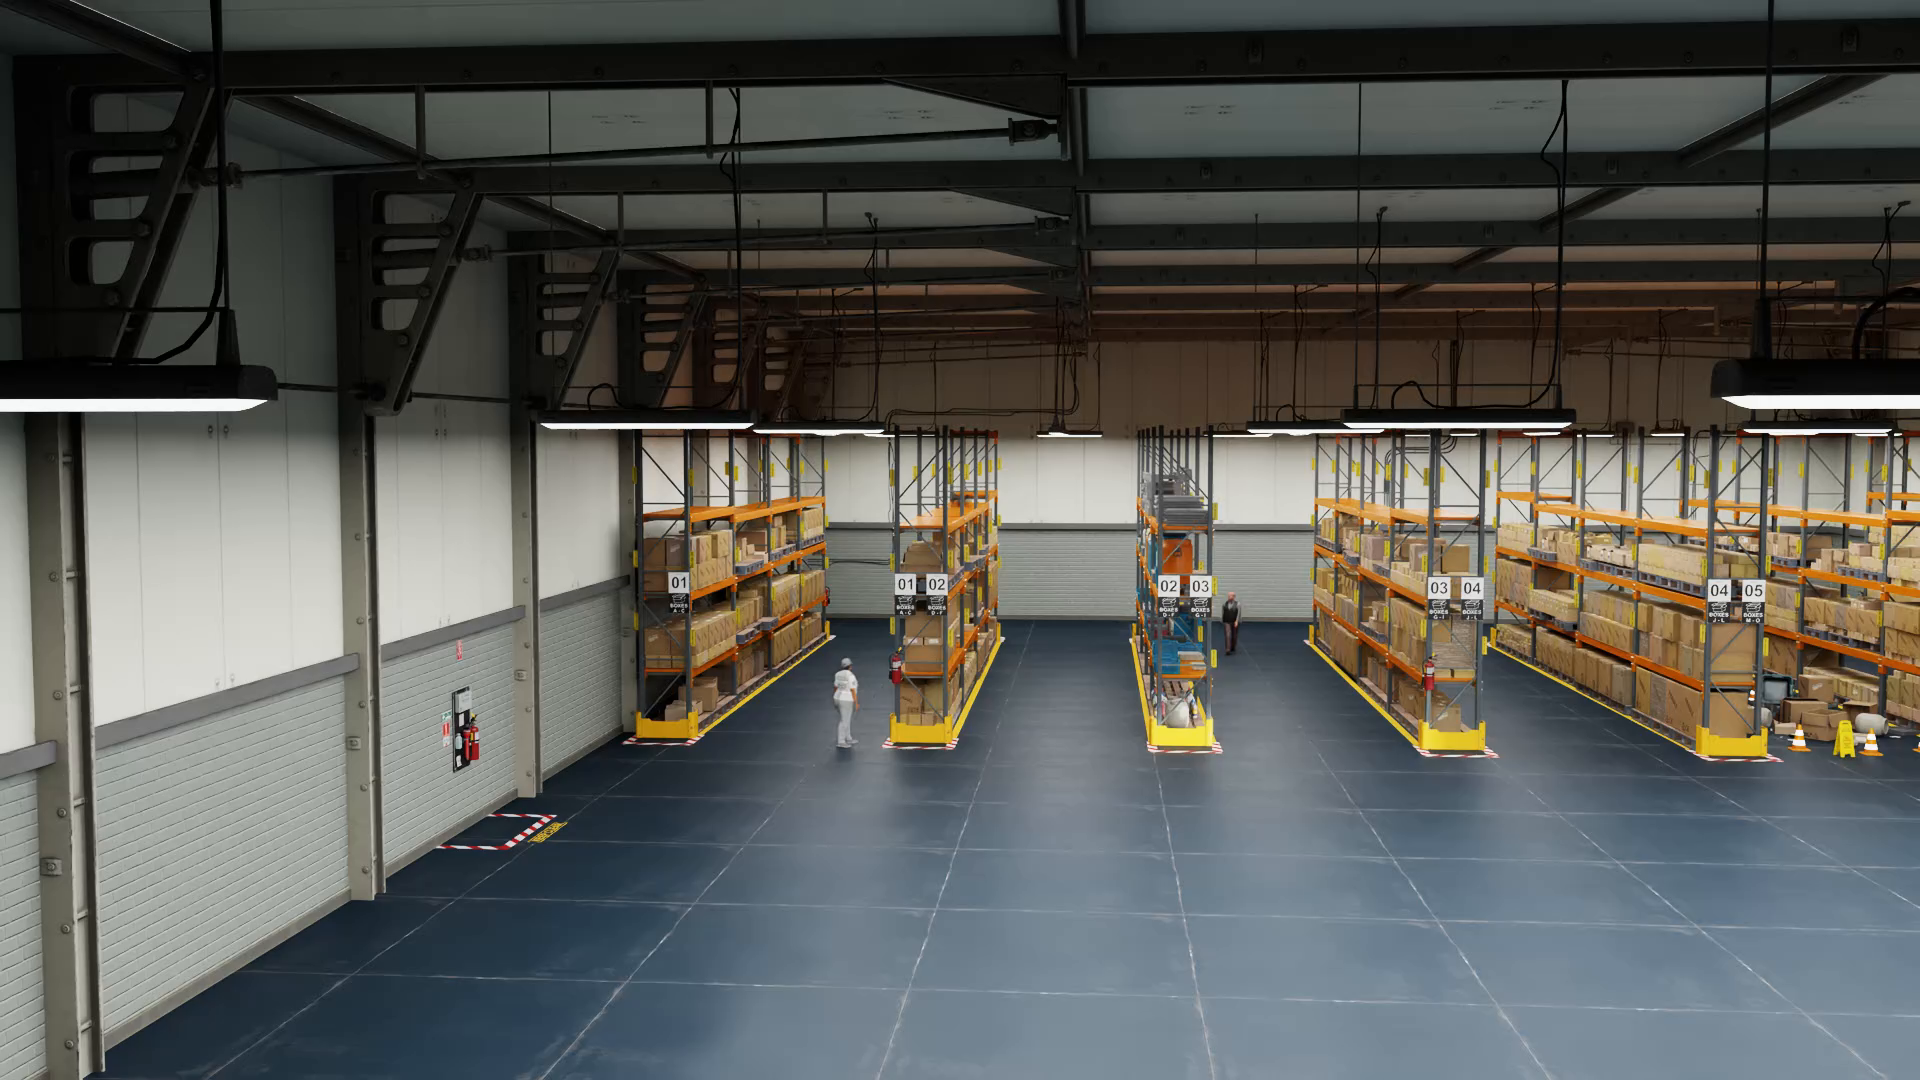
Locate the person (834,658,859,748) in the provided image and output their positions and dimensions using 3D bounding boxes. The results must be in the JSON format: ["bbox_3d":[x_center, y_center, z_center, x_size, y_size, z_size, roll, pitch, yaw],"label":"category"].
[{"bbox_3d":[-2.082,3.032,31.125,0.551,1.660,0.543,-2,4,-29],"label":"person"}]

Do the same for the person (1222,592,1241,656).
[{"bbox_3d":[7.235,2.224,44.320,0.488,1.678,0.991,0,3,2],"label":"person"}]
